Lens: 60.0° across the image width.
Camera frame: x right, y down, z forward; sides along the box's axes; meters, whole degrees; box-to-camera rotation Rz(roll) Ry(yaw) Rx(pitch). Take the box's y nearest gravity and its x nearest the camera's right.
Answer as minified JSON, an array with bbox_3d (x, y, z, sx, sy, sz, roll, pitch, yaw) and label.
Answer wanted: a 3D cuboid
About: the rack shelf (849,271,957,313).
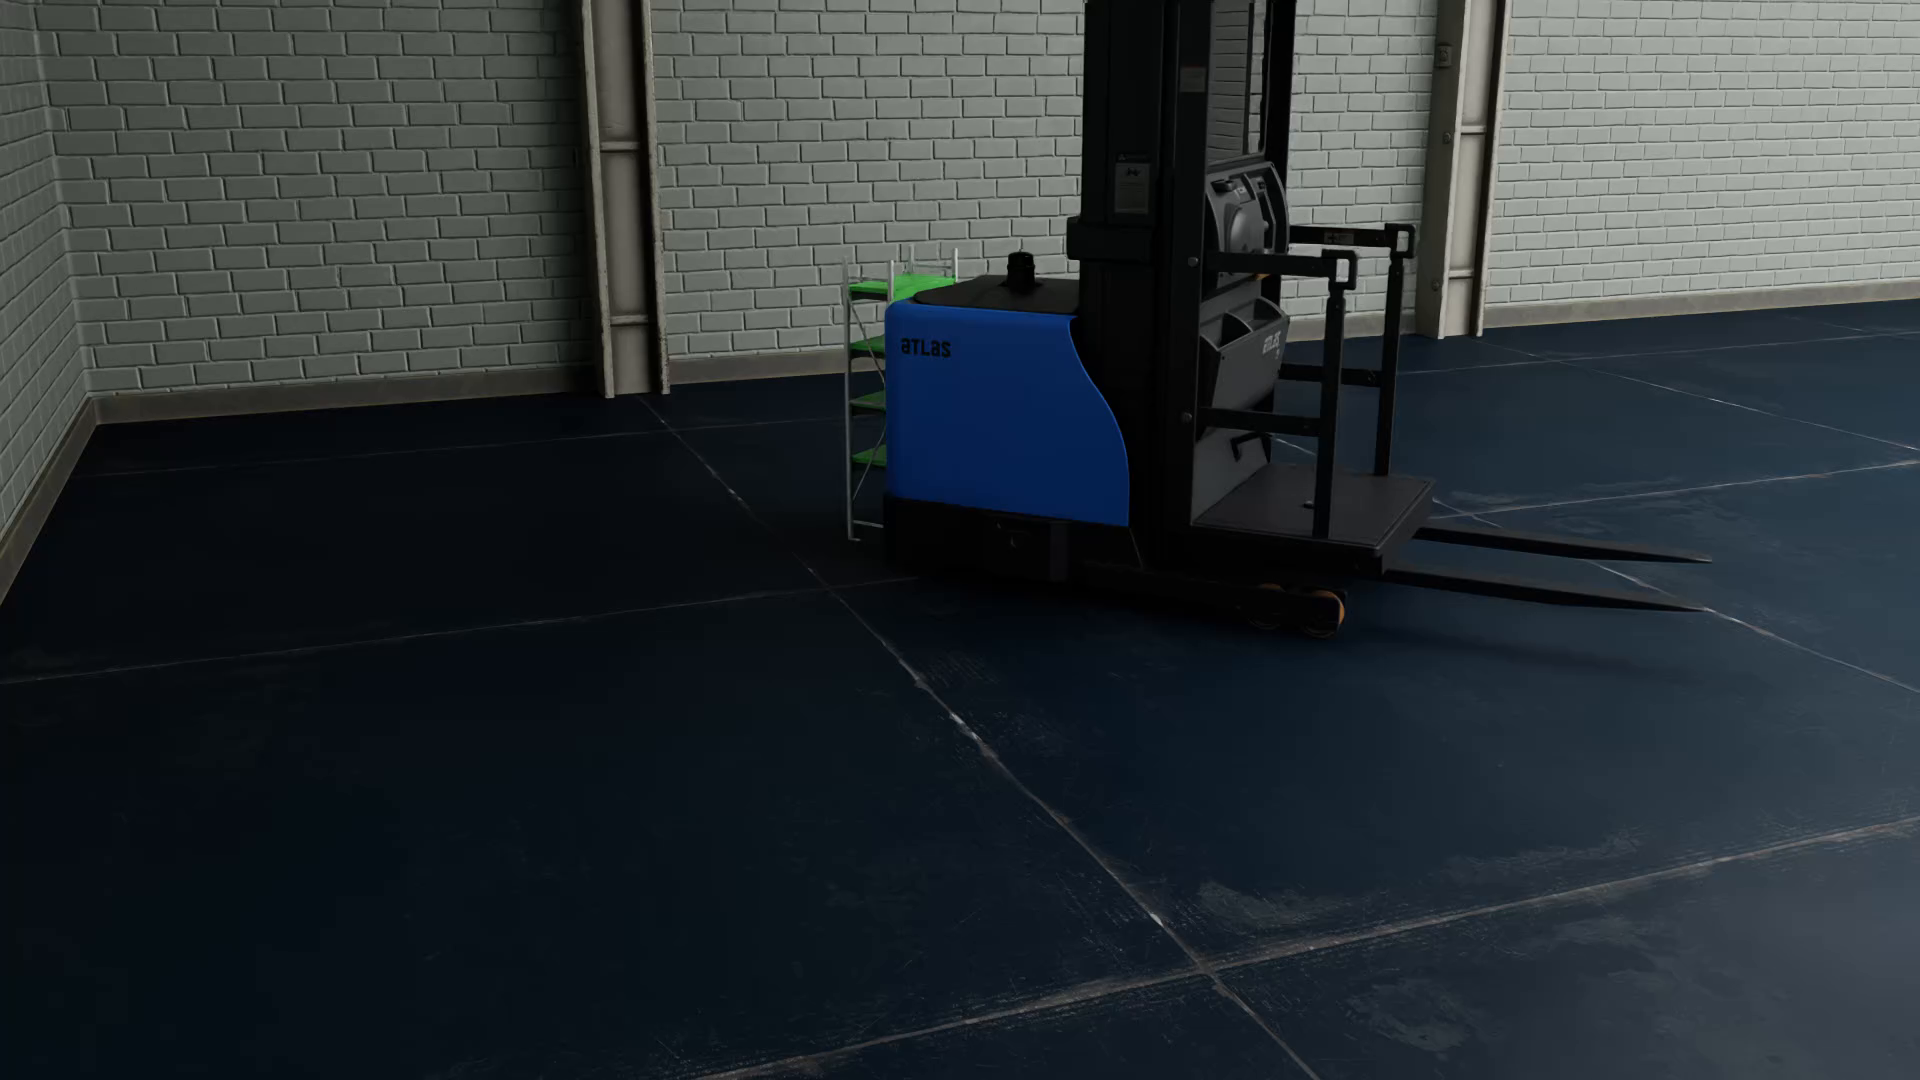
[{"bbox_3d":[-0.246,-1.019,6.962,0.258,0.148,0.480,10,19,30],"label":"rack shelf"}]

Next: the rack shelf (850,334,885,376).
[{"bbox_3d":[-0.246,-0.789,7.030,0.258,0.148,0.480,10,19,30],"label":"rack shelf"}]

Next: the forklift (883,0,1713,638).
[{"bbox_3d":[1.249,-1.230,6.084,3.031,2.935,1.130,8,18,25],"label":"forklift"}]

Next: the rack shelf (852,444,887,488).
[{"bbox_3d":[-0.245,-0.328,7.165,0.258,0.148,0.480,10,19,30],"label":"rack shelf"}]

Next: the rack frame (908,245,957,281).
[{"bbox_3d":[-0.118,-0.679,7.279,0.240,1.200,0.015,10,19,30],"label":"rack frame"}]

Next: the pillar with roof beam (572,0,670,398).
[{"bbox_3d":[-0.467,-4.099,5.084,0.400,9.000,9.100,-6,17,-20],"label":"pillar with roof beam"}]

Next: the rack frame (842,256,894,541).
[{"bbox_3d":[-0.373,-0.561,6.880,0.240,1.200,0.015,10,19,30],"label":"rack frame"}]

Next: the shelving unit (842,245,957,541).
[{"bbox_3d":[-0.245,-0.620,7.080,0.258,1.200,0.503,10,19,30],"label":"shelving unit"}]

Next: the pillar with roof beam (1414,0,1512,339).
[{"bbox_3d":[5.136,-4.704,7.144,0.400,9.000,9.100,-6,17,-20],"label":"pillar with roof beam"}]

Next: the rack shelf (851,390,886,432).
[{"bbox_3d":[-0.245,-0.559,7.098,0.258,0.148,0.480,10,19,30],"label":"rack shelf"}]
